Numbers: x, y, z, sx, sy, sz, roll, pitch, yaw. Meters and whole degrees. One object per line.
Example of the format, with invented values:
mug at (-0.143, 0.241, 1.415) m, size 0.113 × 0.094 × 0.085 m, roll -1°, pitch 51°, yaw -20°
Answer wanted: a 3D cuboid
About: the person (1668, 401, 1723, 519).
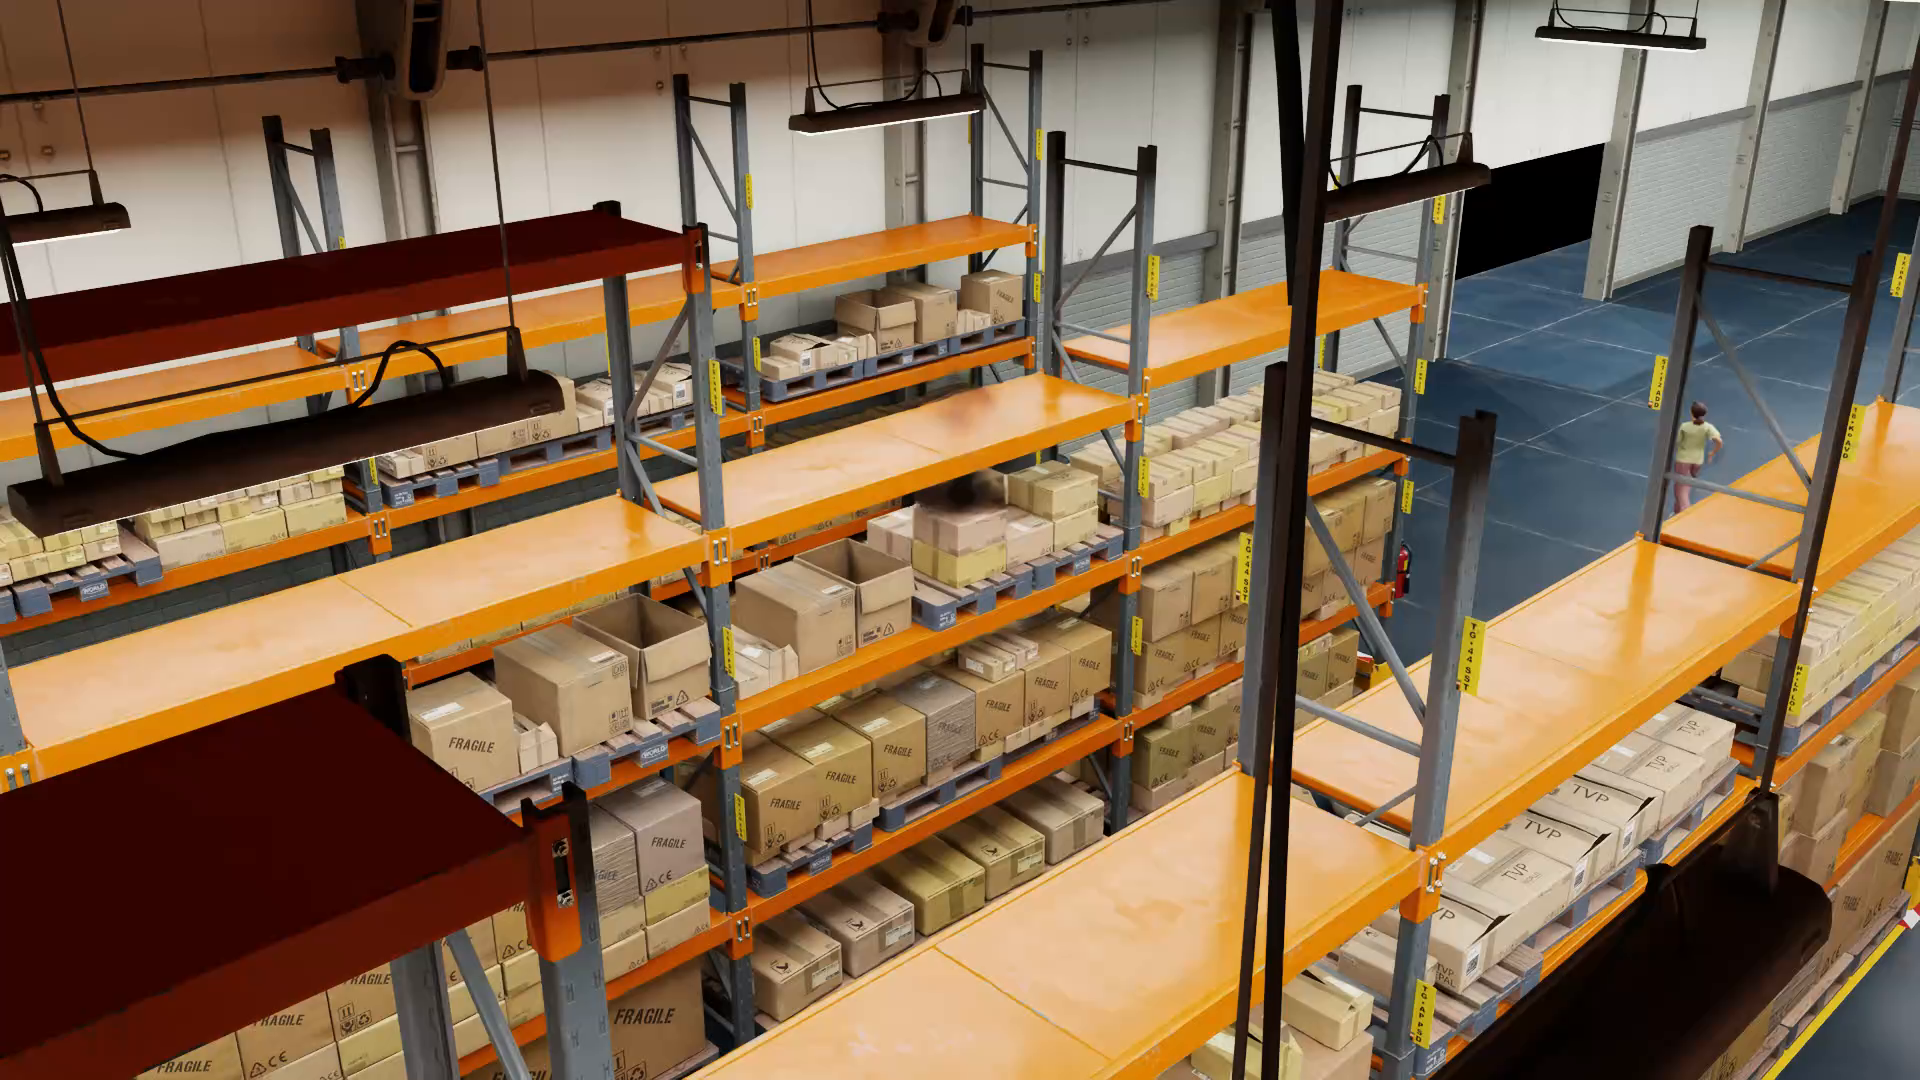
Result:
person at (9.139, -0.919, 20.861) m, size 0.552 × 1.715 × 0.830 m, roll -1°, pitch 22°, yaw -2°
